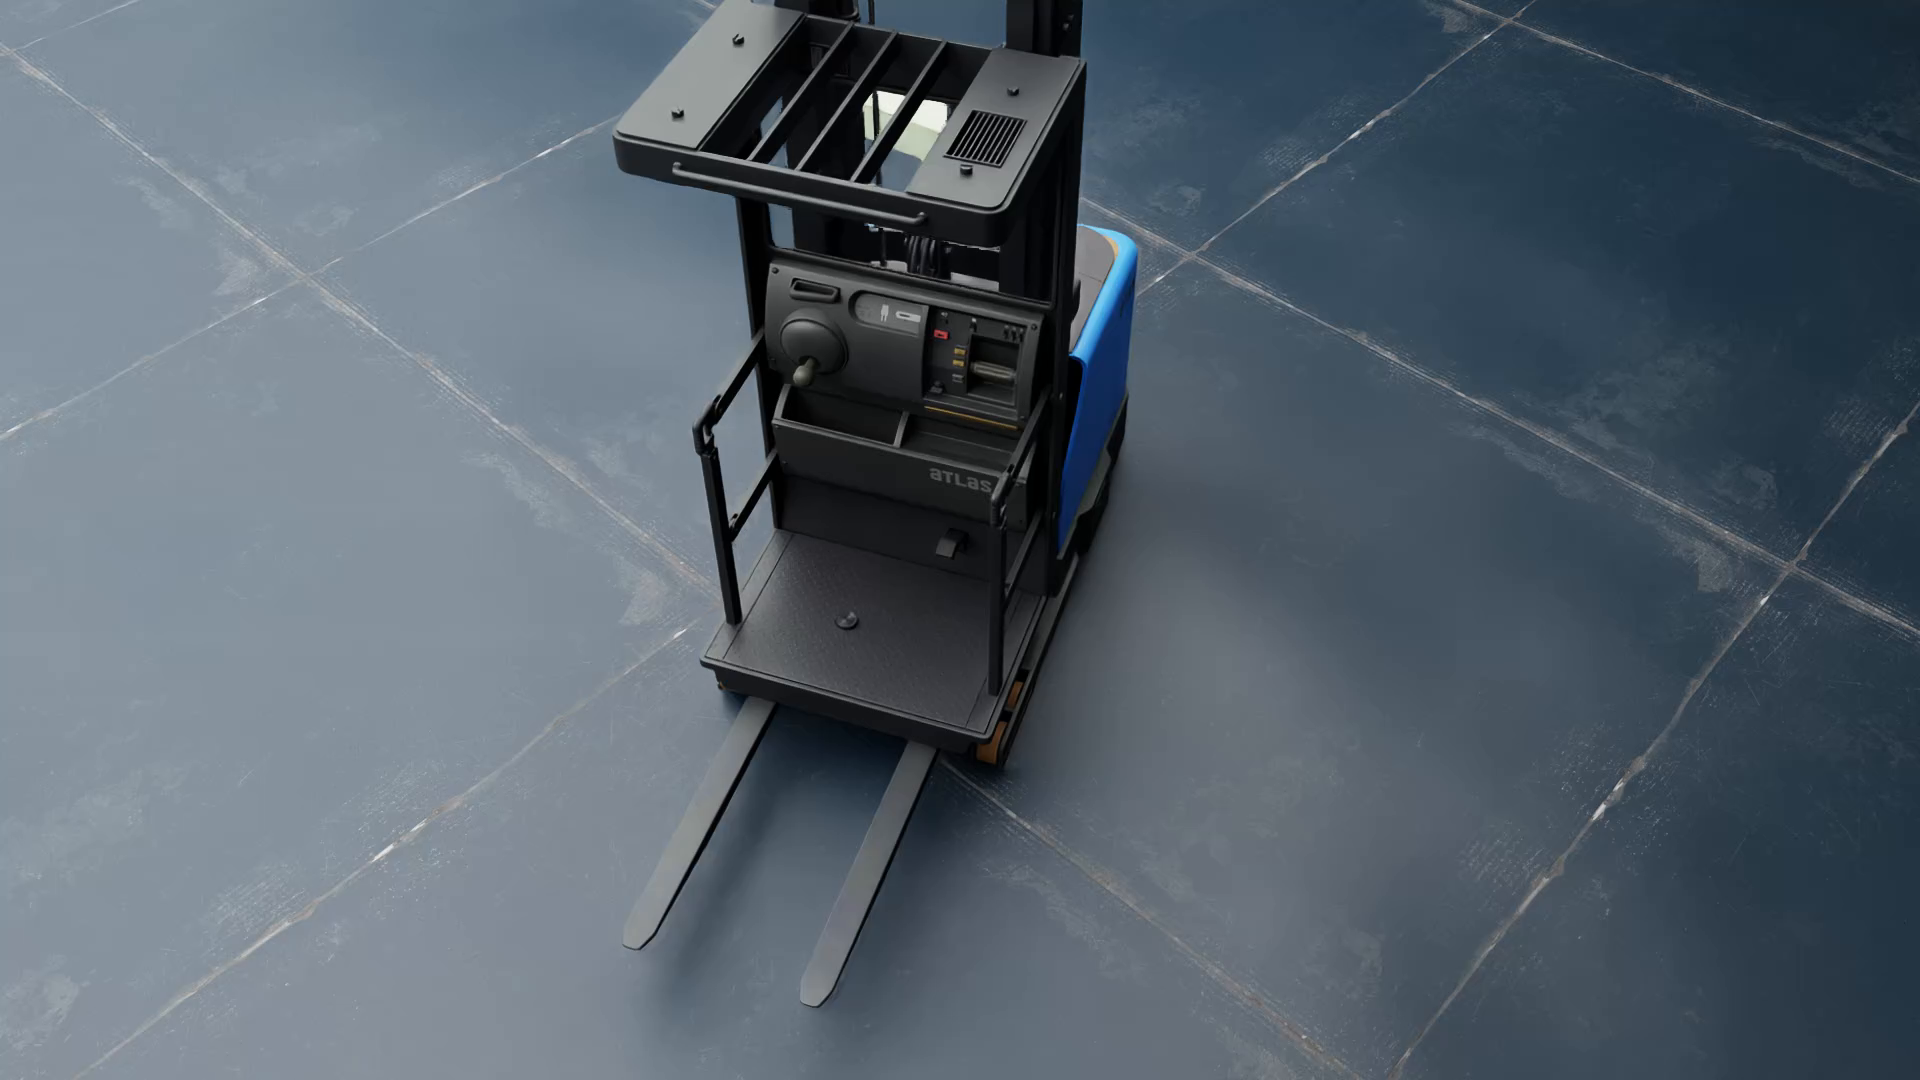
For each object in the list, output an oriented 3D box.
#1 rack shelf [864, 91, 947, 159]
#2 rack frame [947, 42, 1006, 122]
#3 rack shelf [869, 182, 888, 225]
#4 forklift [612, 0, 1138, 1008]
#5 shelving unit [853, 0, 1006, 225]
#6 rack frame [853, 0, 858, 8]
[{"bbox_3d":[-0.234,-1.732,6.812,0.720,0.370,0.431,26,52,22],"label":"rack shelf"},{"bbox_3d":[0.070,-1.316,6.957,0.023,1.500,0.400,26,52,22],"label":"rack frame"},{"bbox_3d":[-0.234,-1.242,7.334,0.720,0.370,0.431,26,52,22],"label":"rack shelf"},{"bbox_3d":[-0.260,-0.538,5.245,1.130,2.935,3.031,14,48,13],"label":"forklift"},{"bbox_3d":[-0.234,-1.465,7.096,0.755,1.500,0.431,26,52,22],"label":"shelving unit"},{"bbox_3d":[-0.539,-1.613,7.236,0.023,1.500,0.400,26,52,22],"label":"rack frame"}]
